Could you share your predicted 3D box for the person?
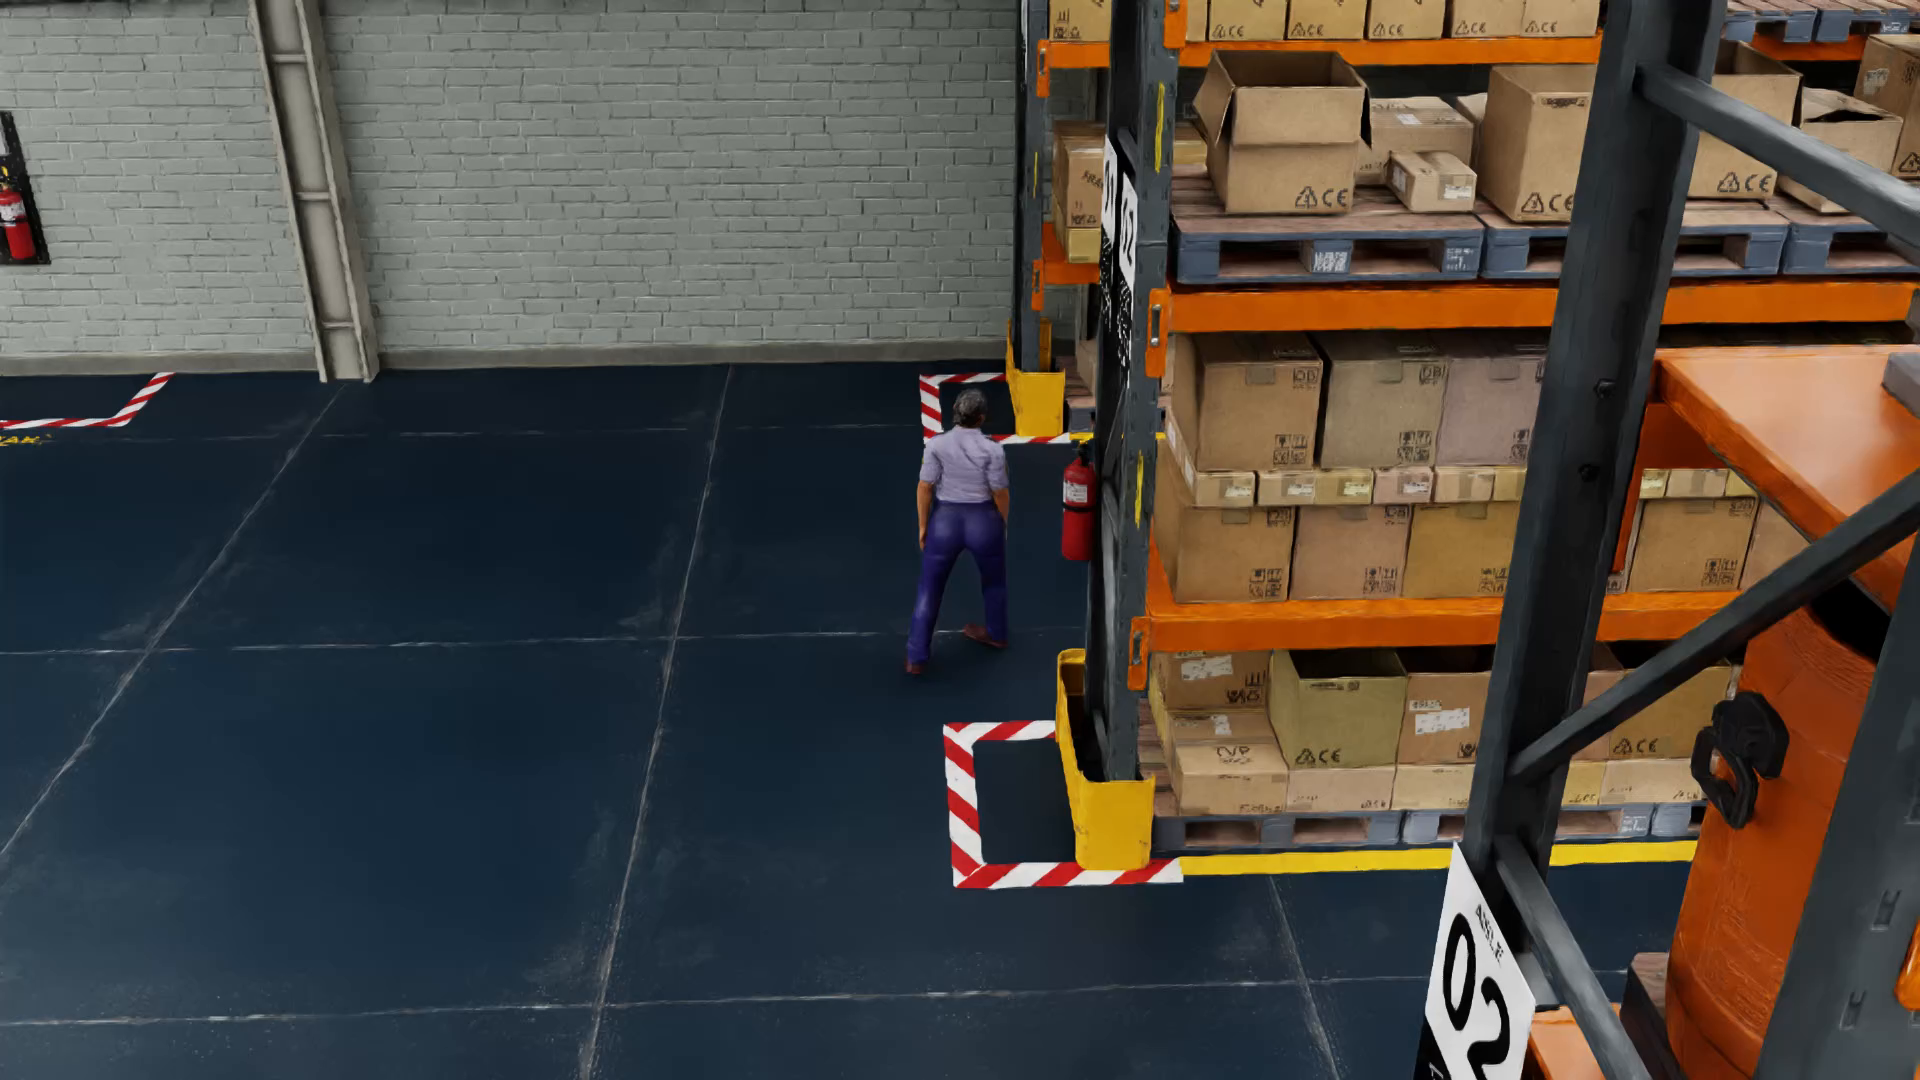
[{"bbox_3d":[-0.019,-0.053,9.099,0.590,1.650,0.560,1,28,3],"label":"person"}]
